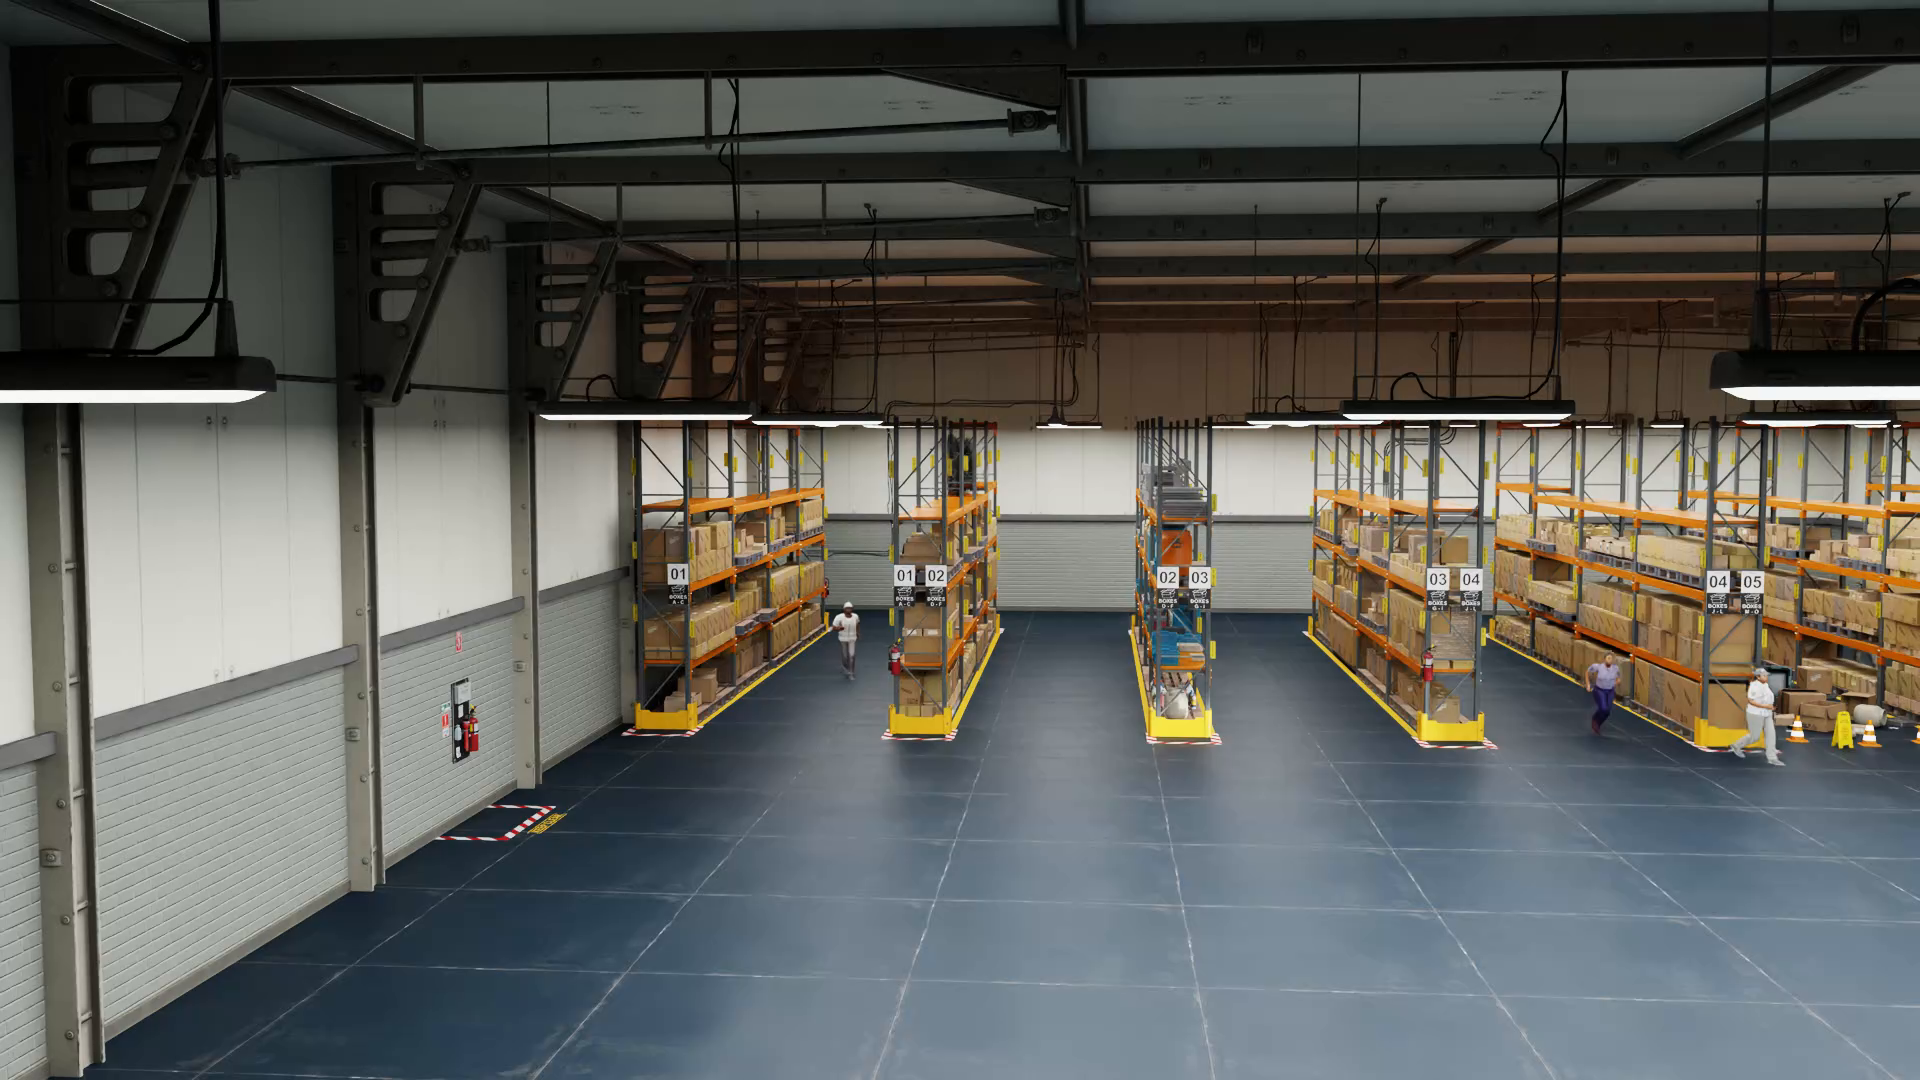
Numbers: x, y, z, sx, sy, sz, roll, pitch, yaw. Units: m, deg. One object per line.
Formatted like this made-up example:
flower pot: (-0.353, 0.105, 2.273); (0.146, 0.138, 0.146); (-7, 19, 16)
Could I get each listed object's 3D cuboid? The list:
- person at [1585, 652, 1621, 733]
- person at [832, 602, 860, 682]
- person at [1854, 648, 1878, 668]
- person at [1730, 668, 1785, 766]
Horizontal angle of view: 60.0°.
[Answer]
person: (12.083, 2.873, 31.195); (0.558, 1.558, 0.746); (-1, 4, -9)
person: (-2.624, 2.332, 38.405); (0.670, 1.809, 0.869); (-1, 4, -10)
person: (21.193, 2.268, 38.913); (0.644, 1.783, 0.948); (0, 4, 0)
person: (13.727, 3.012, 28.564); (0.618, 1.641, 0.917); (-3, 5, -37)
